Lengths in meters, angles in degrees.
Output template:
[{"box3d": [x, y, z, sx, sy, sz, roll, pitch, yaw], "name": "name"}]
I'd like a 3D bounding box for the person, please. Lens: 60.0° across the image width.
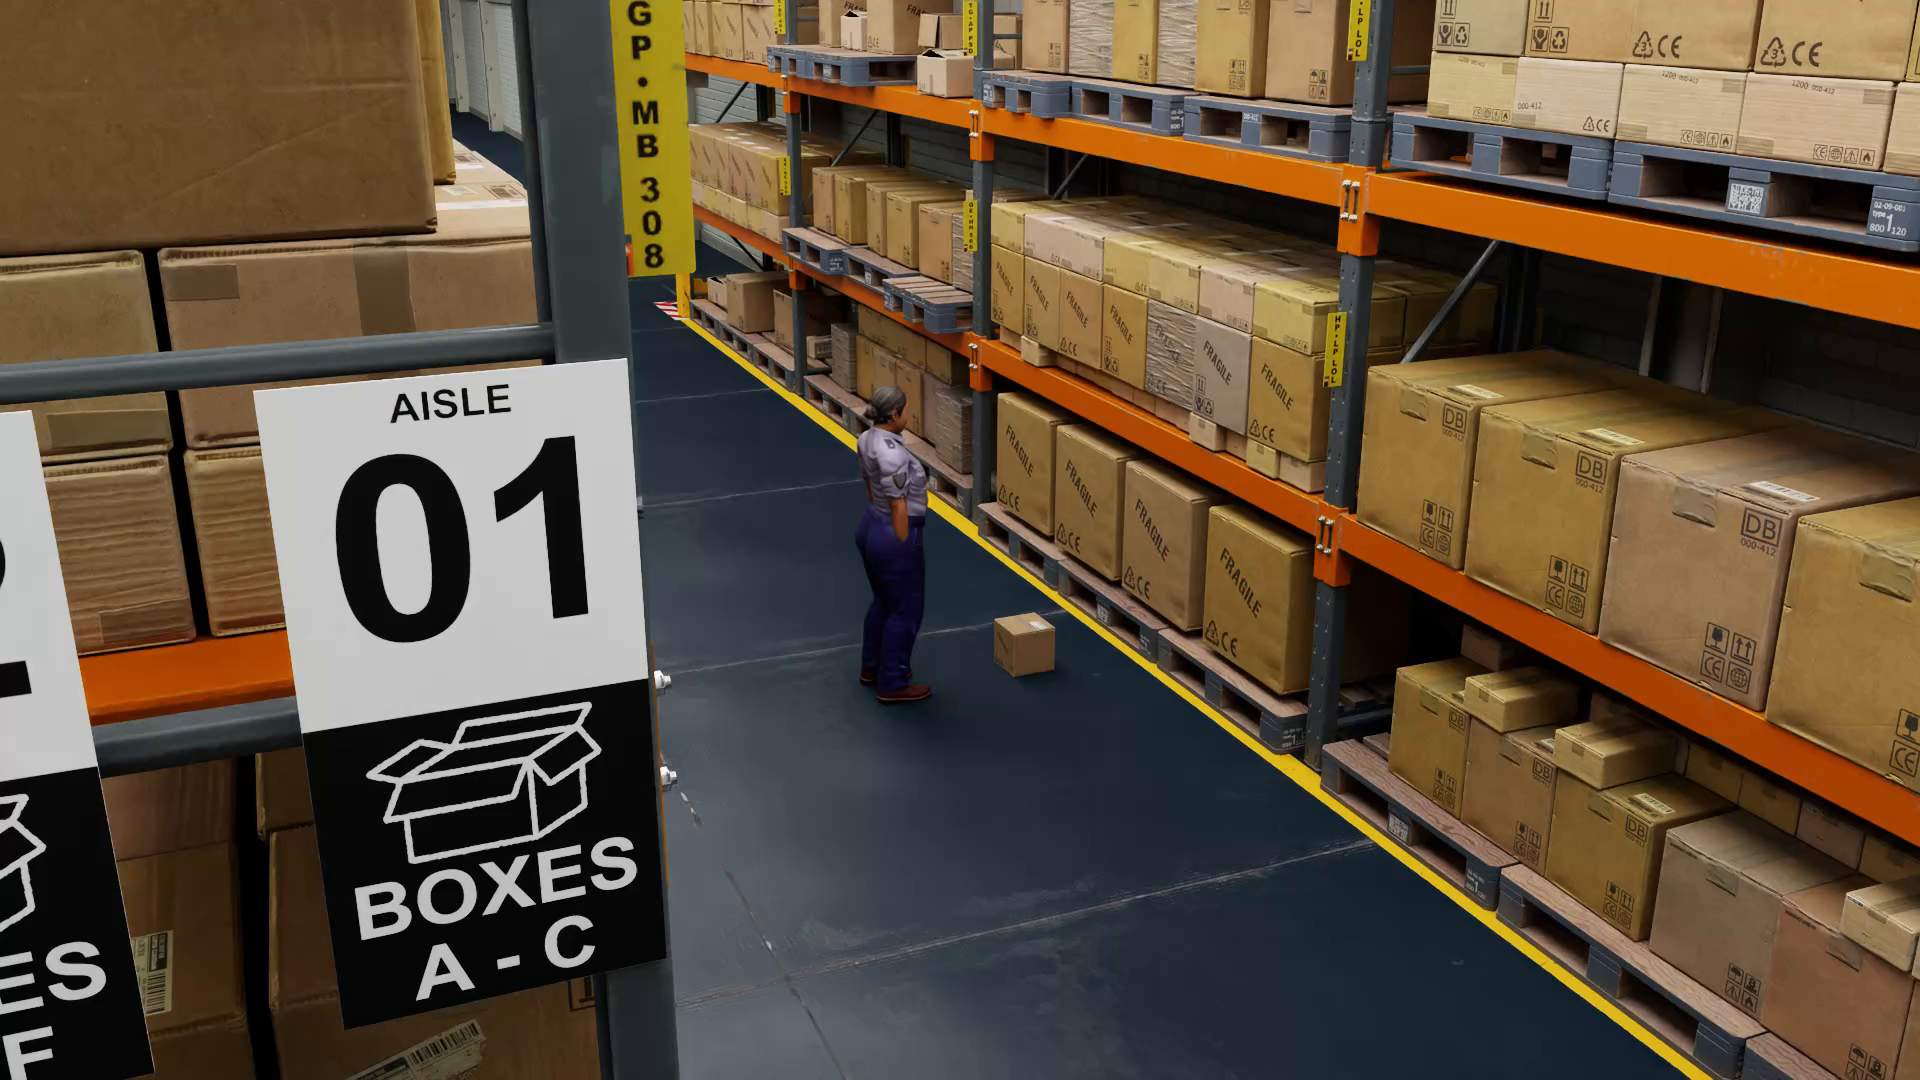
[{"box3d": [-0.352, 0.007, 8.580, 0.342, 1.645, 0.470, -7, 20, -21], "name": "person"}]
